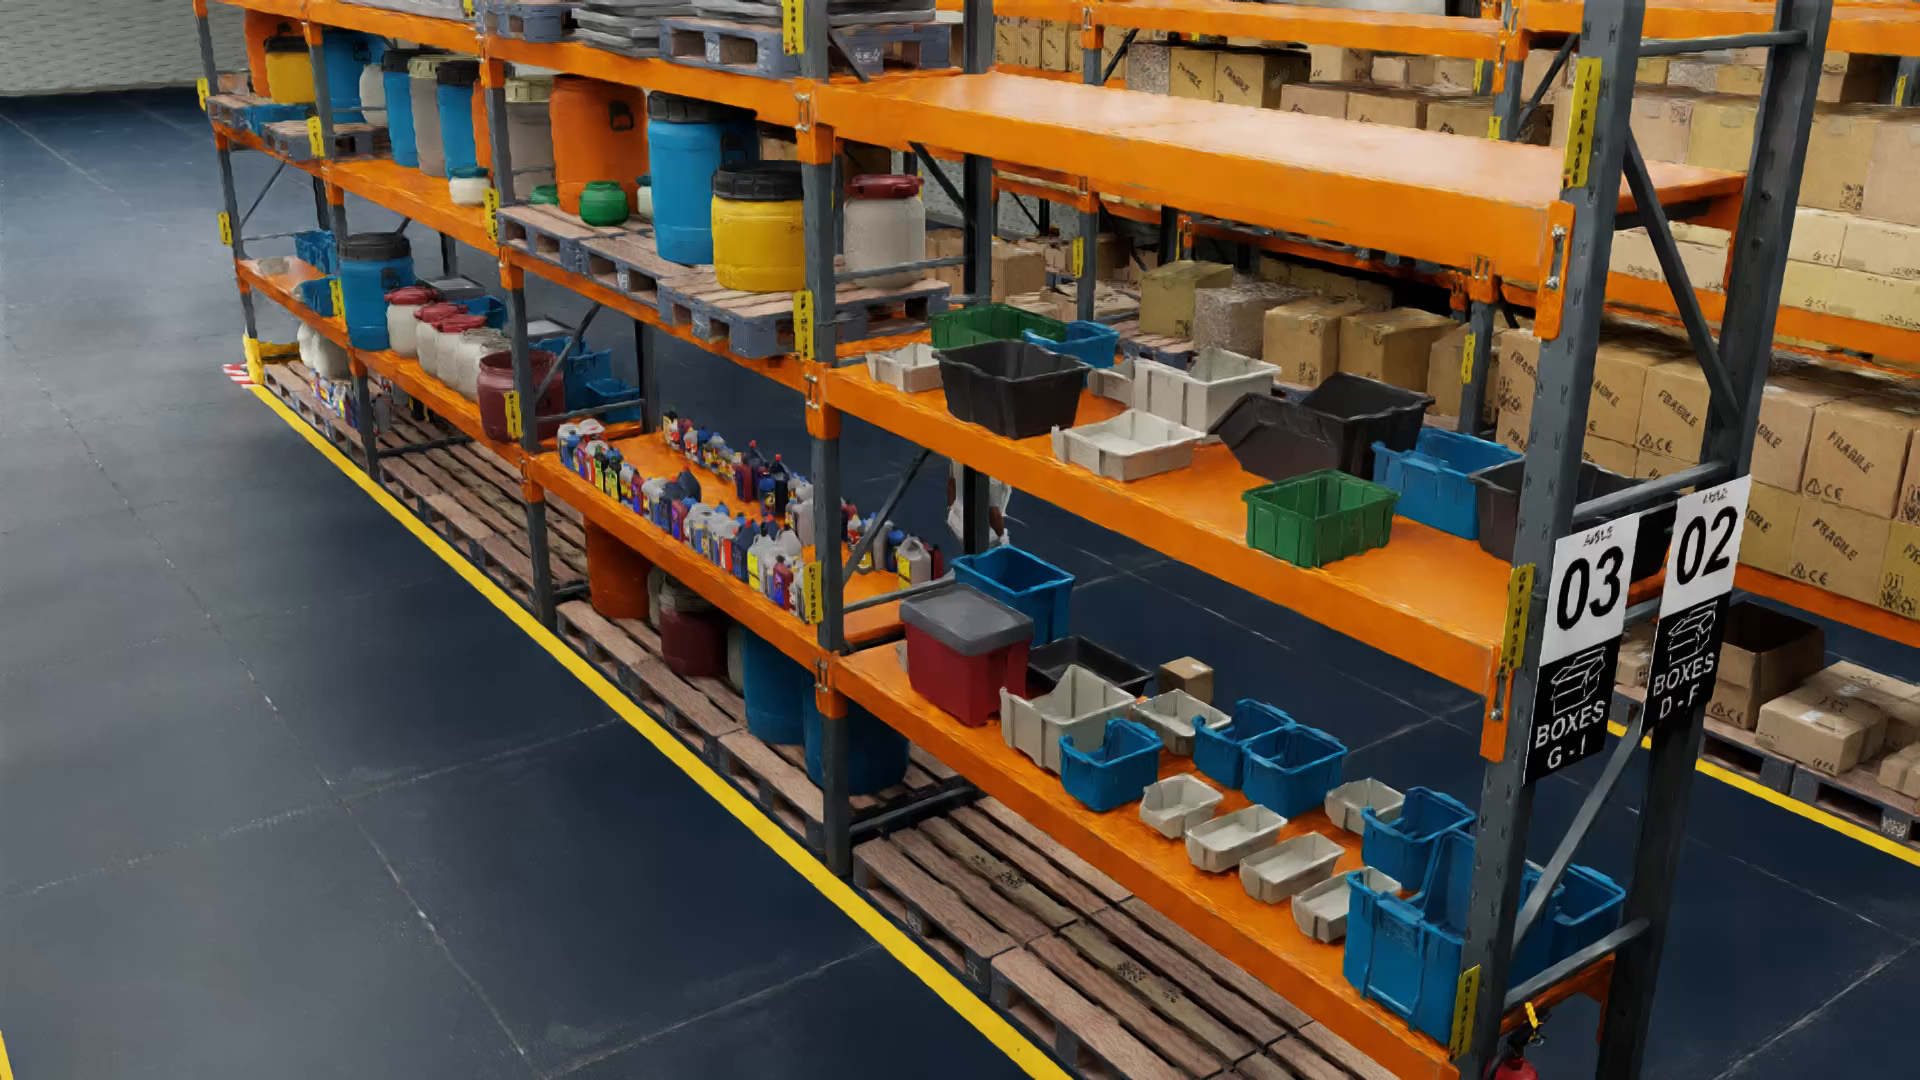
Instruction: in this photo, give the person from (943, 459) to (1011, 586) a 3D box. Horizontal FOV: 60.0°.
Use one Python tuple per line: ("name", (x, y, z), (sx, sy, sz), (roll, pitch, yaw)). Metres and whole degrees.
("person", (0.069, -0.077, 11.268), (0.514, 1.758, 0.733), (-9, 23, -22))
